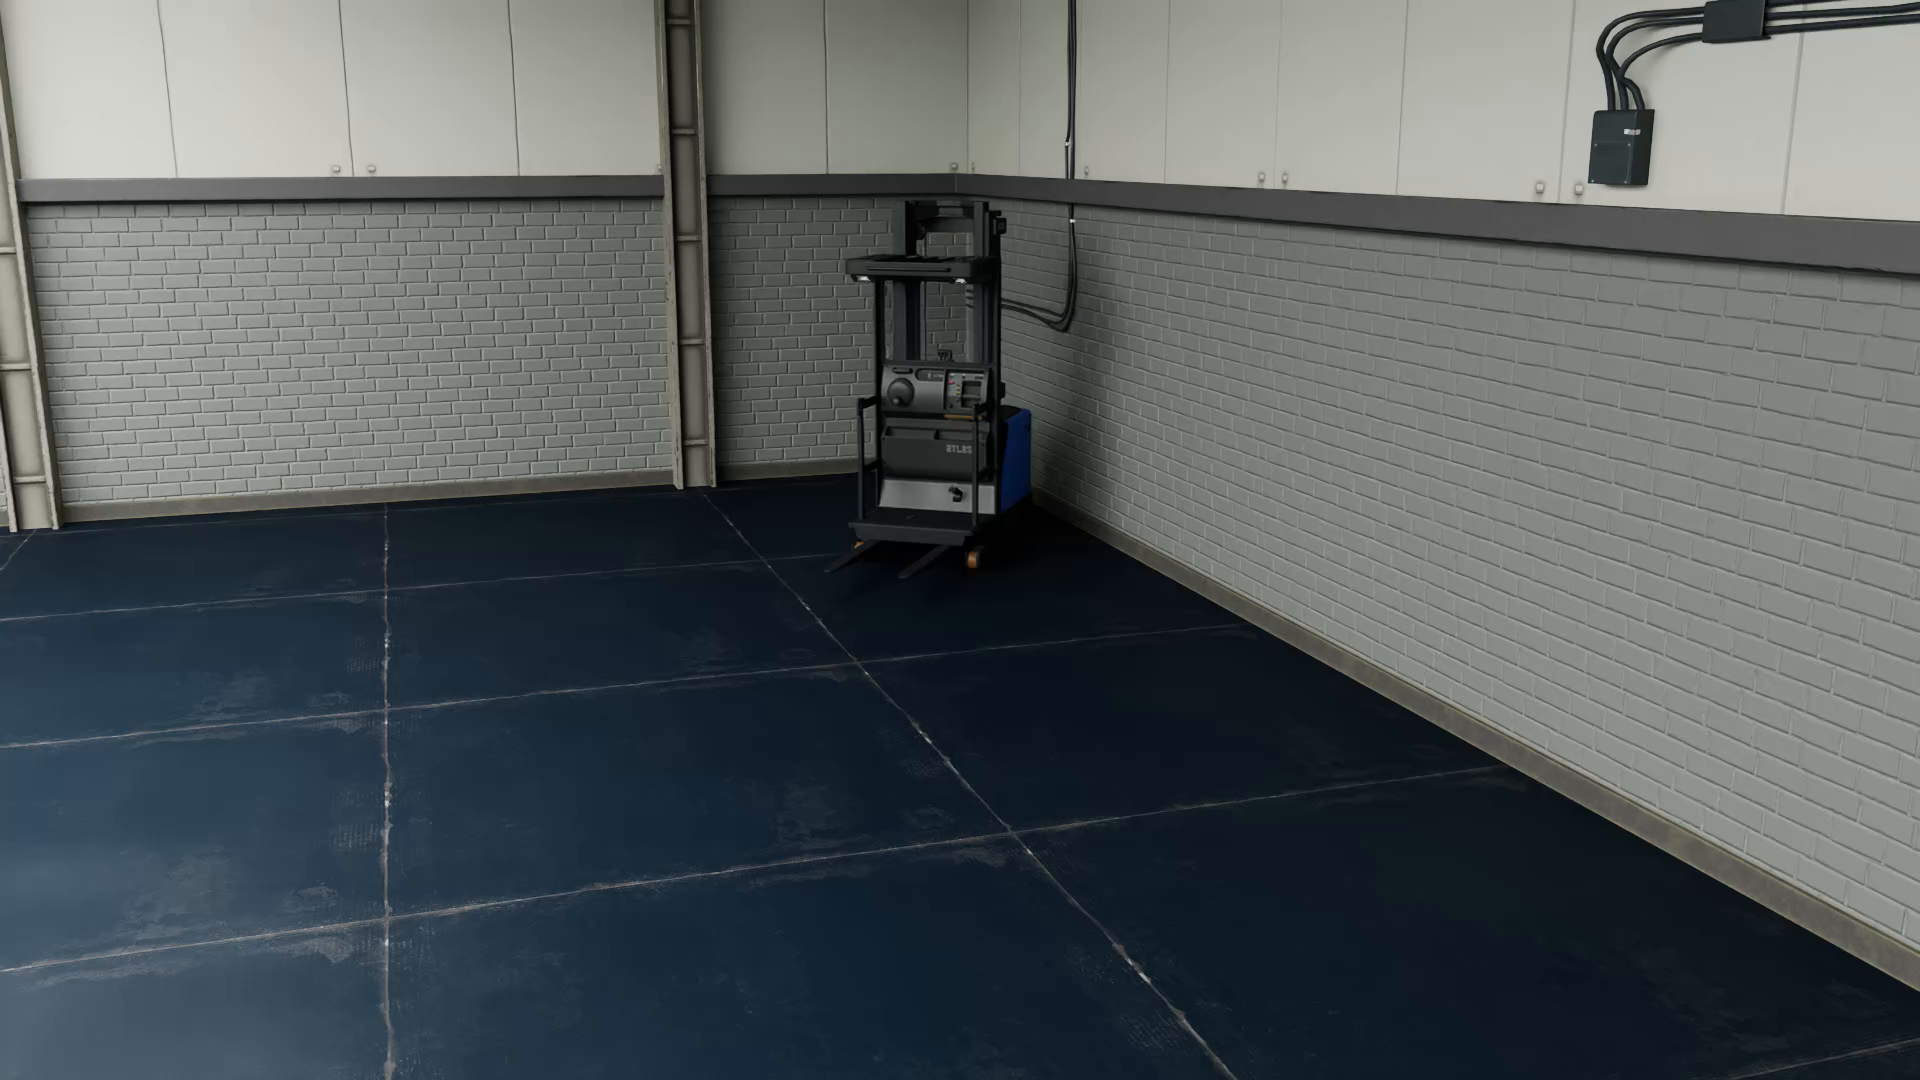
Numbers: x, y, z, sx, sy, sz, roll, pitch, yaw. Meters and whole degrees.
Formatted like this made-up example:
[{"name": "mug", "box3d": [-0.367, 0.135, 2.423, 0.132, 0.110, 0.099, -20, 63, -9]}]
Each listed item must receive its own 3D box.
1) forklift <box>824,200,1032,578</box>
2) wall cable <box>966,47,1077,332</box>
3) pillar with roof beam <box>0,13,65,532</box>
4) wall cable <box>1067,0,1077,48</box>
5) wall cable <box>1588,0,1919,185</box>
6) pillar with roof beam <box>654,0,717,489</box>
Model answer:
[{"name": "forklift", "box3d": [-0.268, -1.285, 13.709, 1.130, 2.935, 3.031, 4, 14, 17]}, {"name": "wall cable", "box3d": [0.504, -3.357, 16.019, 0.112, 2.526, 3.097, -4, 14, -18]}, {"name": "pillar with roof beam", "box3d": [-7.024, -3.553, 10.134, 0.400, 9.000, 9.100, -4, 14, -18]}, {"name": "wall cable", "box3d": [1.367, -5.221, 12.940, 0.112, 2.526, 3.097, -4, 14, -18]}, {"name": "wall cable", "box3d": [3.517, -4.439, 6.508, 0.169, 6.003, 2.305, -4, 14, -18]}, {"name": "pillar with roof beam", "box3d": [-1.337, -3.996, 11.996, 0.400, 9.000, 9.100, -4, 14, -18]}]
